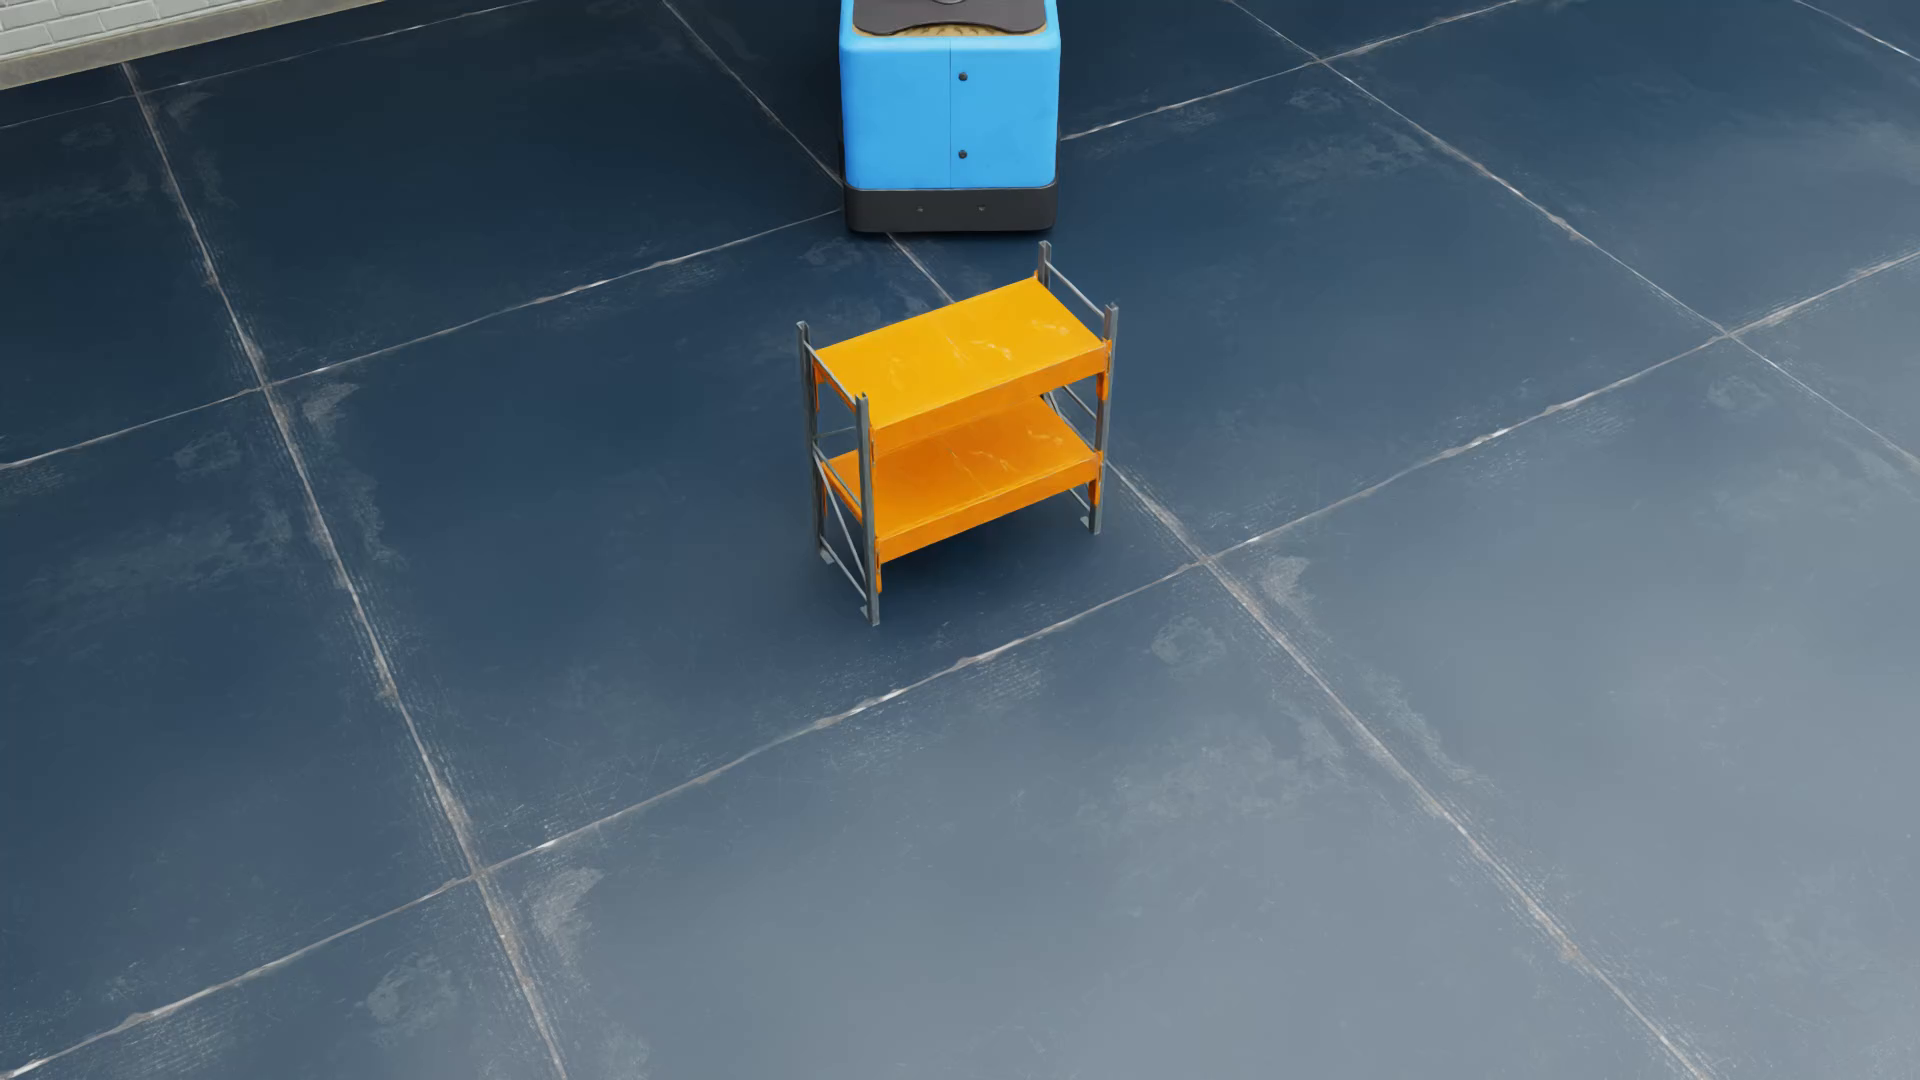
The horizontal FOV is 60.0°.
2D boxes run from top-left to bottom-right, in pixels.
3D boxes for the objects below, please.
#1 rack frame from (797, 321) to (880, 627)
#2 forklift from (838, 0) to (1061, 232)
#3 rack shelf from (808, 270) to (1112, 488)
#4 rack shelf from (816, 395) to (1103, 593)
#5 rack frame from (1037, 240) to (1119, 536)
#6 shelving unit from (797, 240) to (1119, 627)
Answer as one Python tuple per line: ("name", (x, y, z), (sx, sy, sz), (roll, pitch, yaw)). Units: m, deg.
("rack frame", (-0.447, -0.225, 6.174), (0.032, 1.125, 0.500), (-22, 48, -21))
("forklift", (-0.075, -3.580, 8.334), (1.130, 2.935, 3.031), (-1, 44, -1))
("rack shelf", (-0.006, -0.611, 6.152), (1.000, 0.278, 0.538), (-22, 48, -21))
("rack shelf", (-0.006, -0.226, 6.526), (1.000, 0.278, 0.538), (-22, 48, -21))
("rack frame", (0.435, -0.578, 6.538), (0.032, 1.125, 0.500), (-22, 48, -21))
("shelving unit", (-0.006, -0.401, 6.356), (1.048, 1.125, 0.538), (-22, 48, -21))
